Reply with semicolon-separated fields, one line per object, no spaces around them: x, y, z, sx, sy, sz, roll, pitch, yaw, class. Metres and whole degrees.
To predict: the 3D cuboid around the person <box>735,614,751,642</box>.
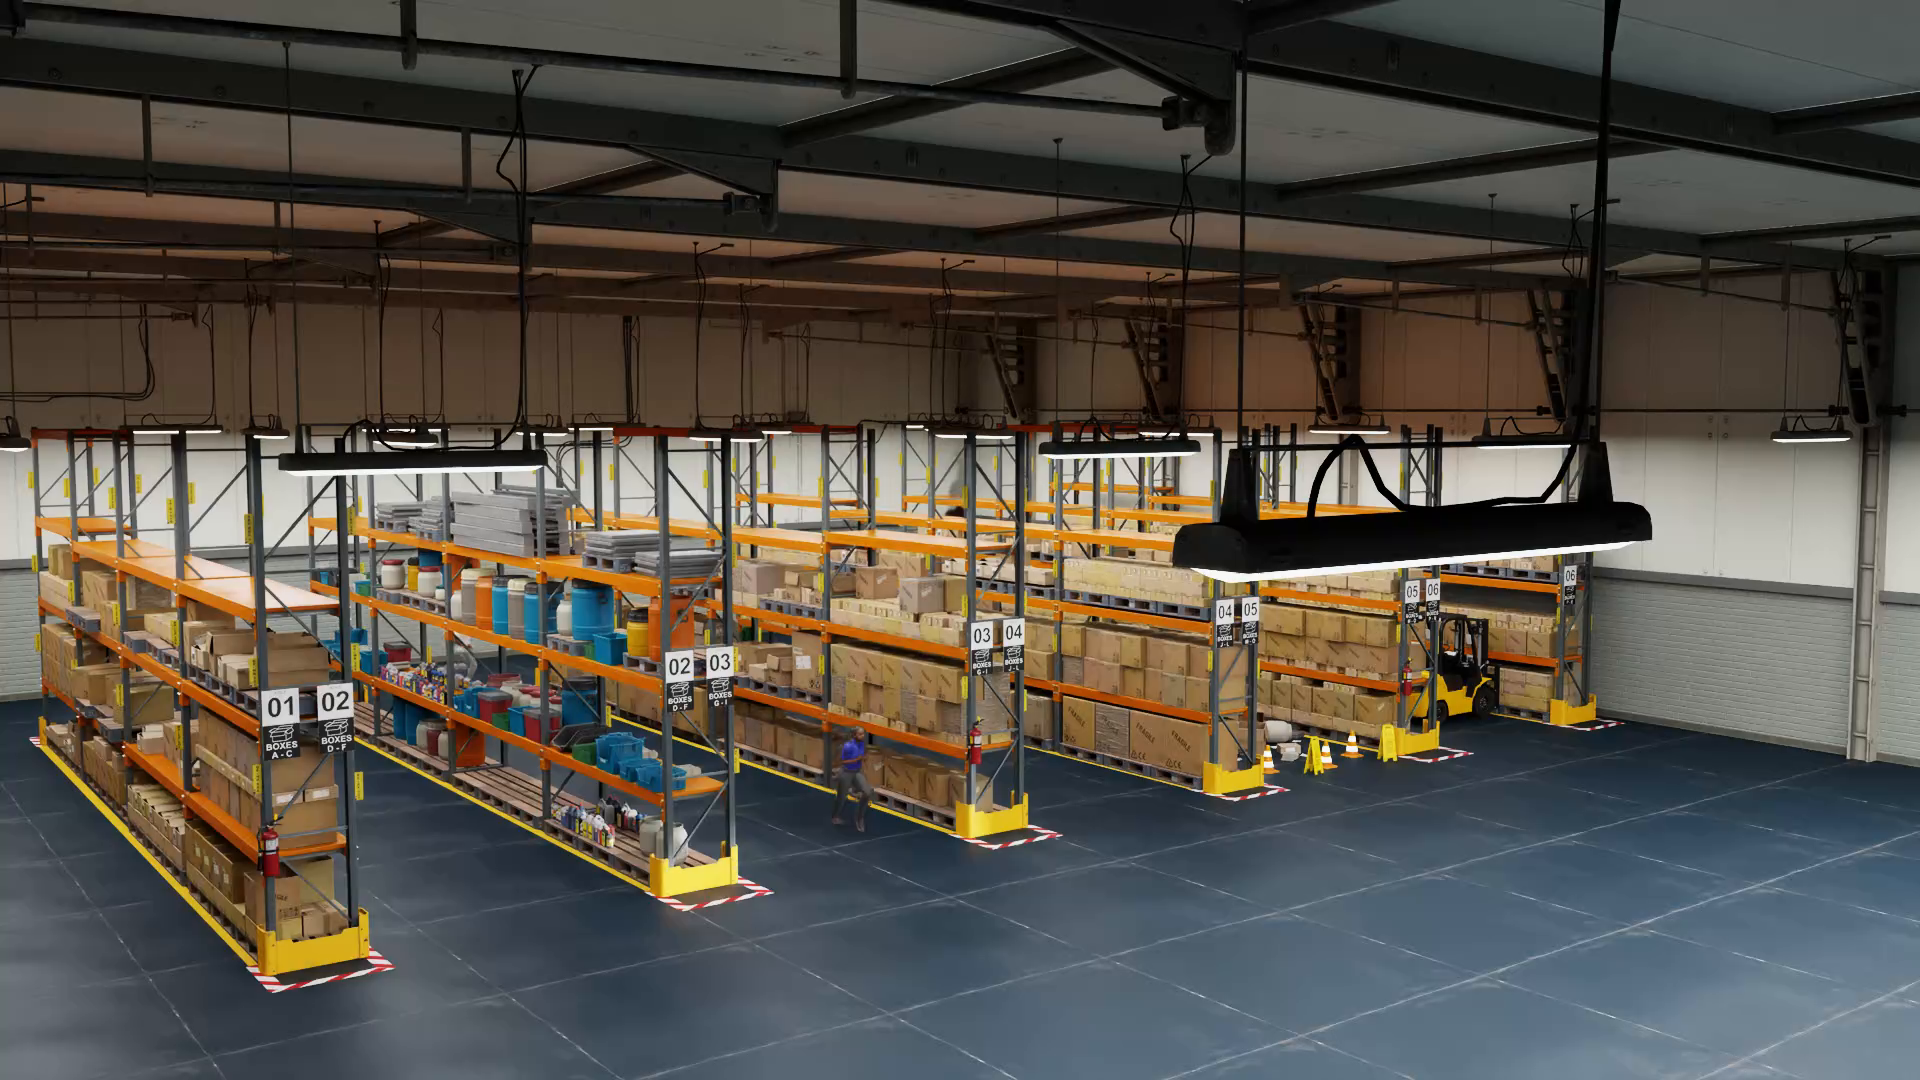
-5.339;2.155;41.482;0.972;1.759;0.673;-2;5;-23;person

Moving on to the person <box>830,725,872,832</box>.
-1.647;3.568;24.960;0.566;1.611;0.894;-4;6;-41;person

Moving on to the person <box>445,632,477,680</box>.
-3.600;0.218;20.583;8.445;9.013;38.056;-1;5;-18;person
